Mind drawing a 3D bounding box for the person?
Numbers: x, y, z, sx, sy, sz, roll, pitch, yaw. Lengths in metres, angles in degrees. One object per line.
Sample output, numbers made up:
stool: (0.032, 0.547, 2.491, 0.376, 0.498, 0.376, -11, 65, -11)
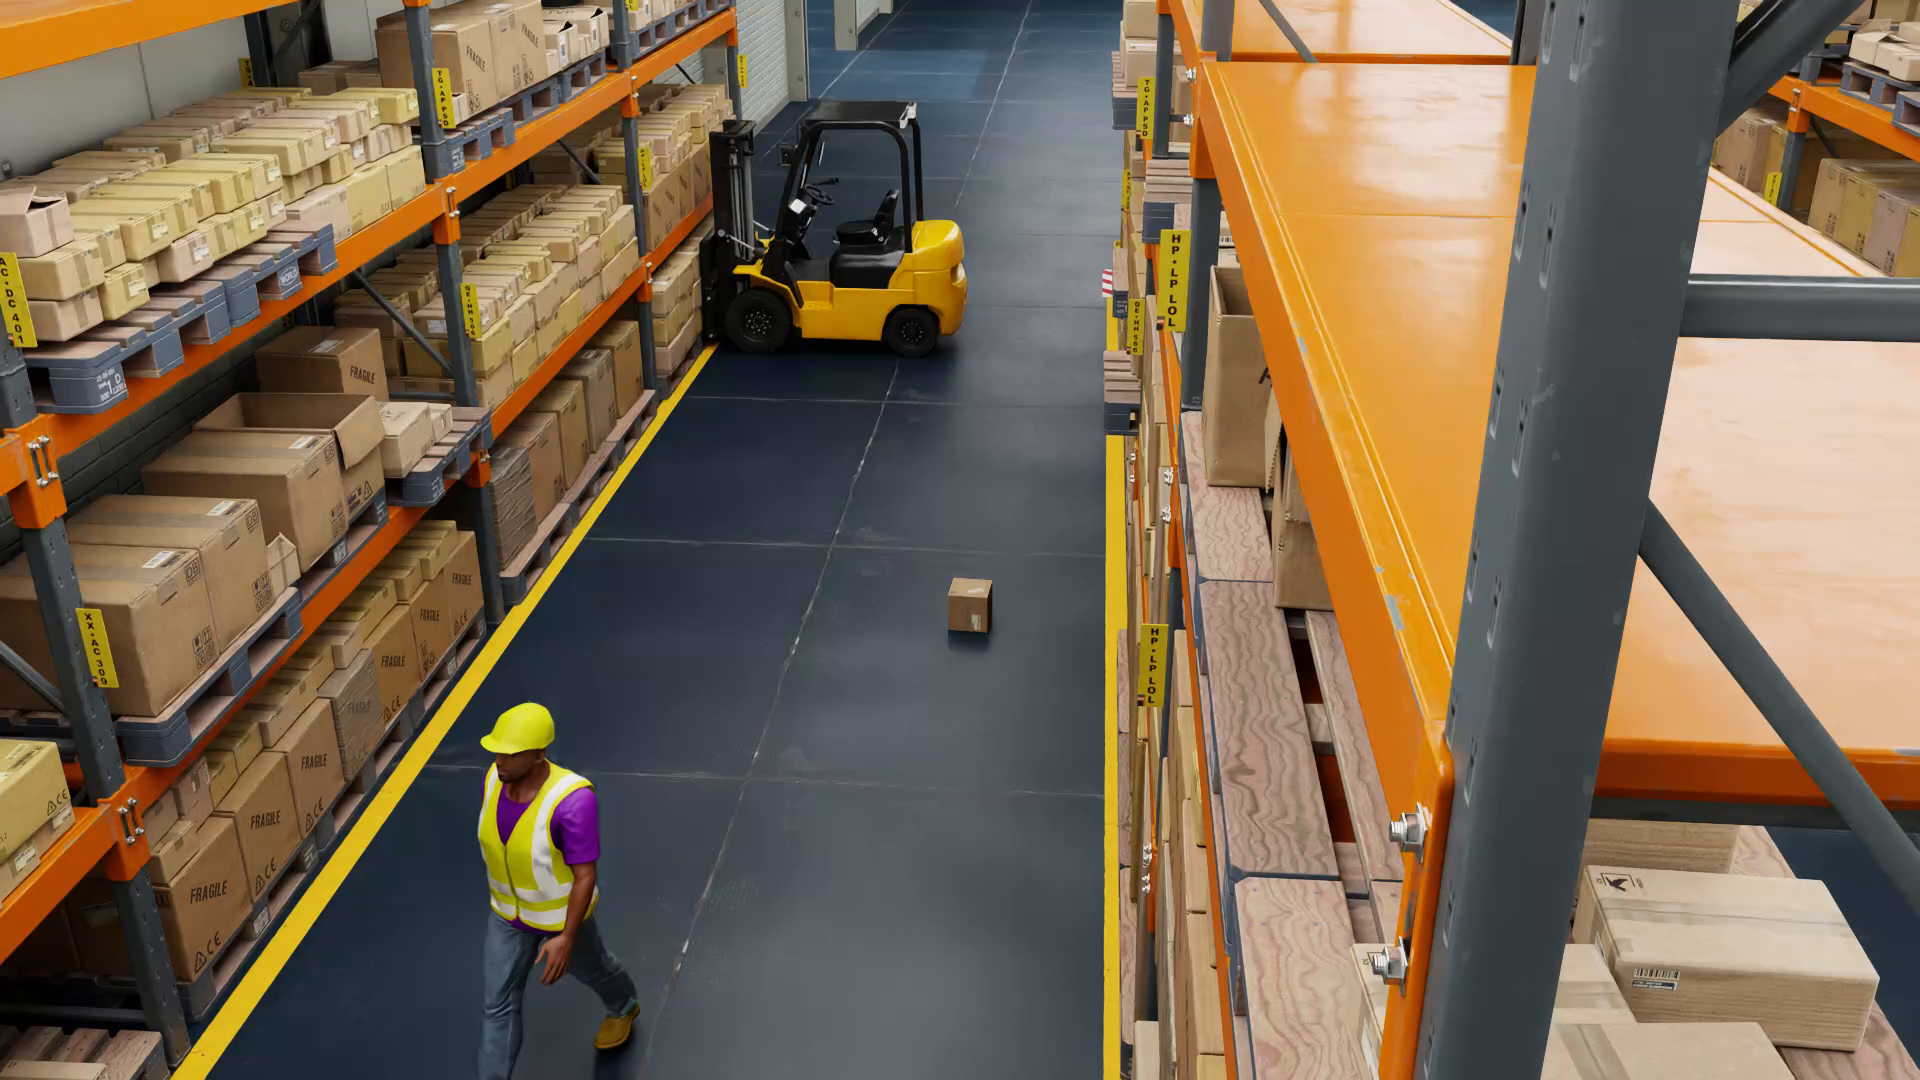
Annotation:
person: (-1.643, 1.435, 6.389, 0.582, 1.716, 1.041, 10, 26, 22)
